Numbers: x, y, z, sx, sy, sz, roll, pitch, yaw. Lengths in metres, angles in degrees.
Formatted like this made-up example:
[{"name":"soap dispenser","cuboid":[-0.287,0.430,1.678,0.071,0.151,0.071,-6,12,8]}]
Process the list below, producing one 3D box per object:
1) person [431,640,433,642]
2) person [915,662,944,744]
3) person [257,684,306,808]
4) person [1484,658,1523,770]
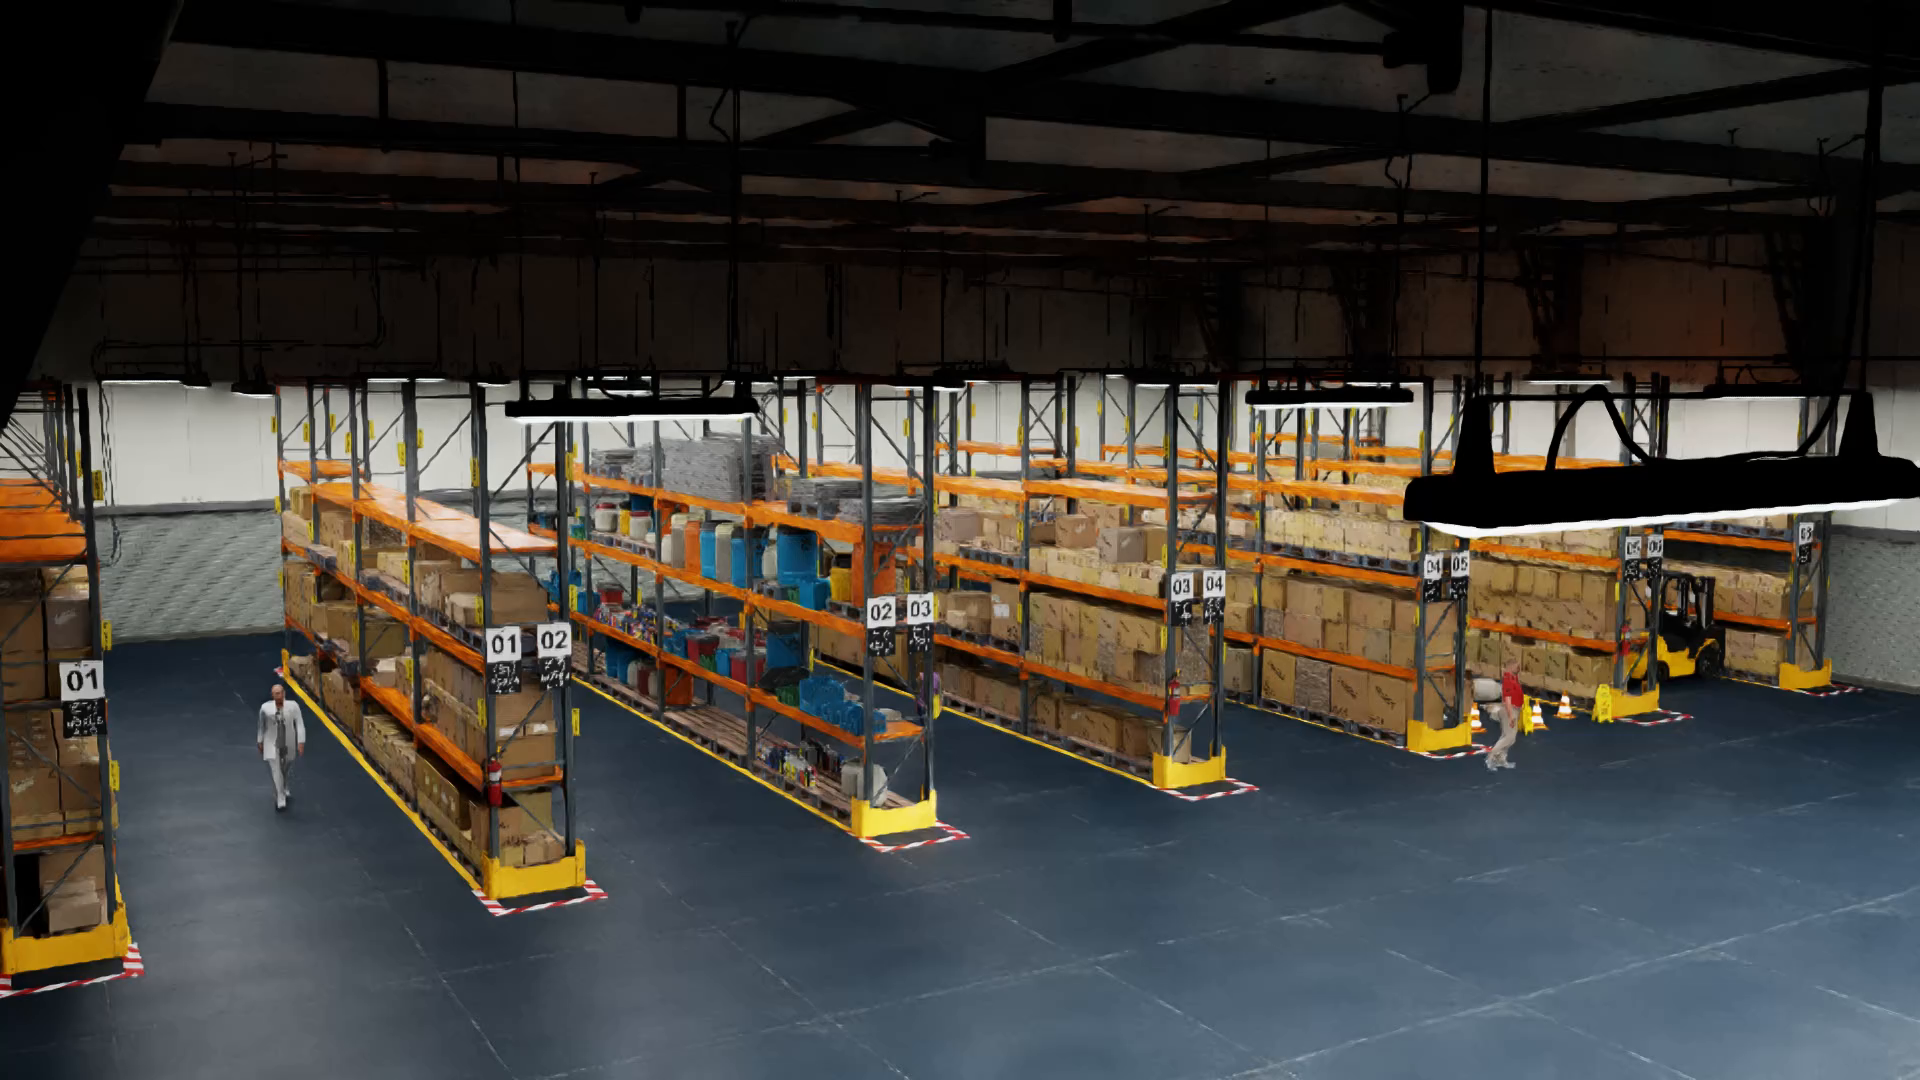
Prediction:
[{"name":"person","cuboid":[-9.416,2.201,30.398,0.445,1.591,1.110,-4,7,-32]},{"name":"person","cuboid":[-0.496,2.643,26.645,0.408,1.532,0.962,-2,7,-21]},{"name":"person","cuboid":[-9.639,2.887,23.636,0.603,1.725,1.110,-4,7,-31]},{"name":"person","cuboid":[8.371,2.682,25.571,0.546,1.717,0.721,2,7,19]}]
